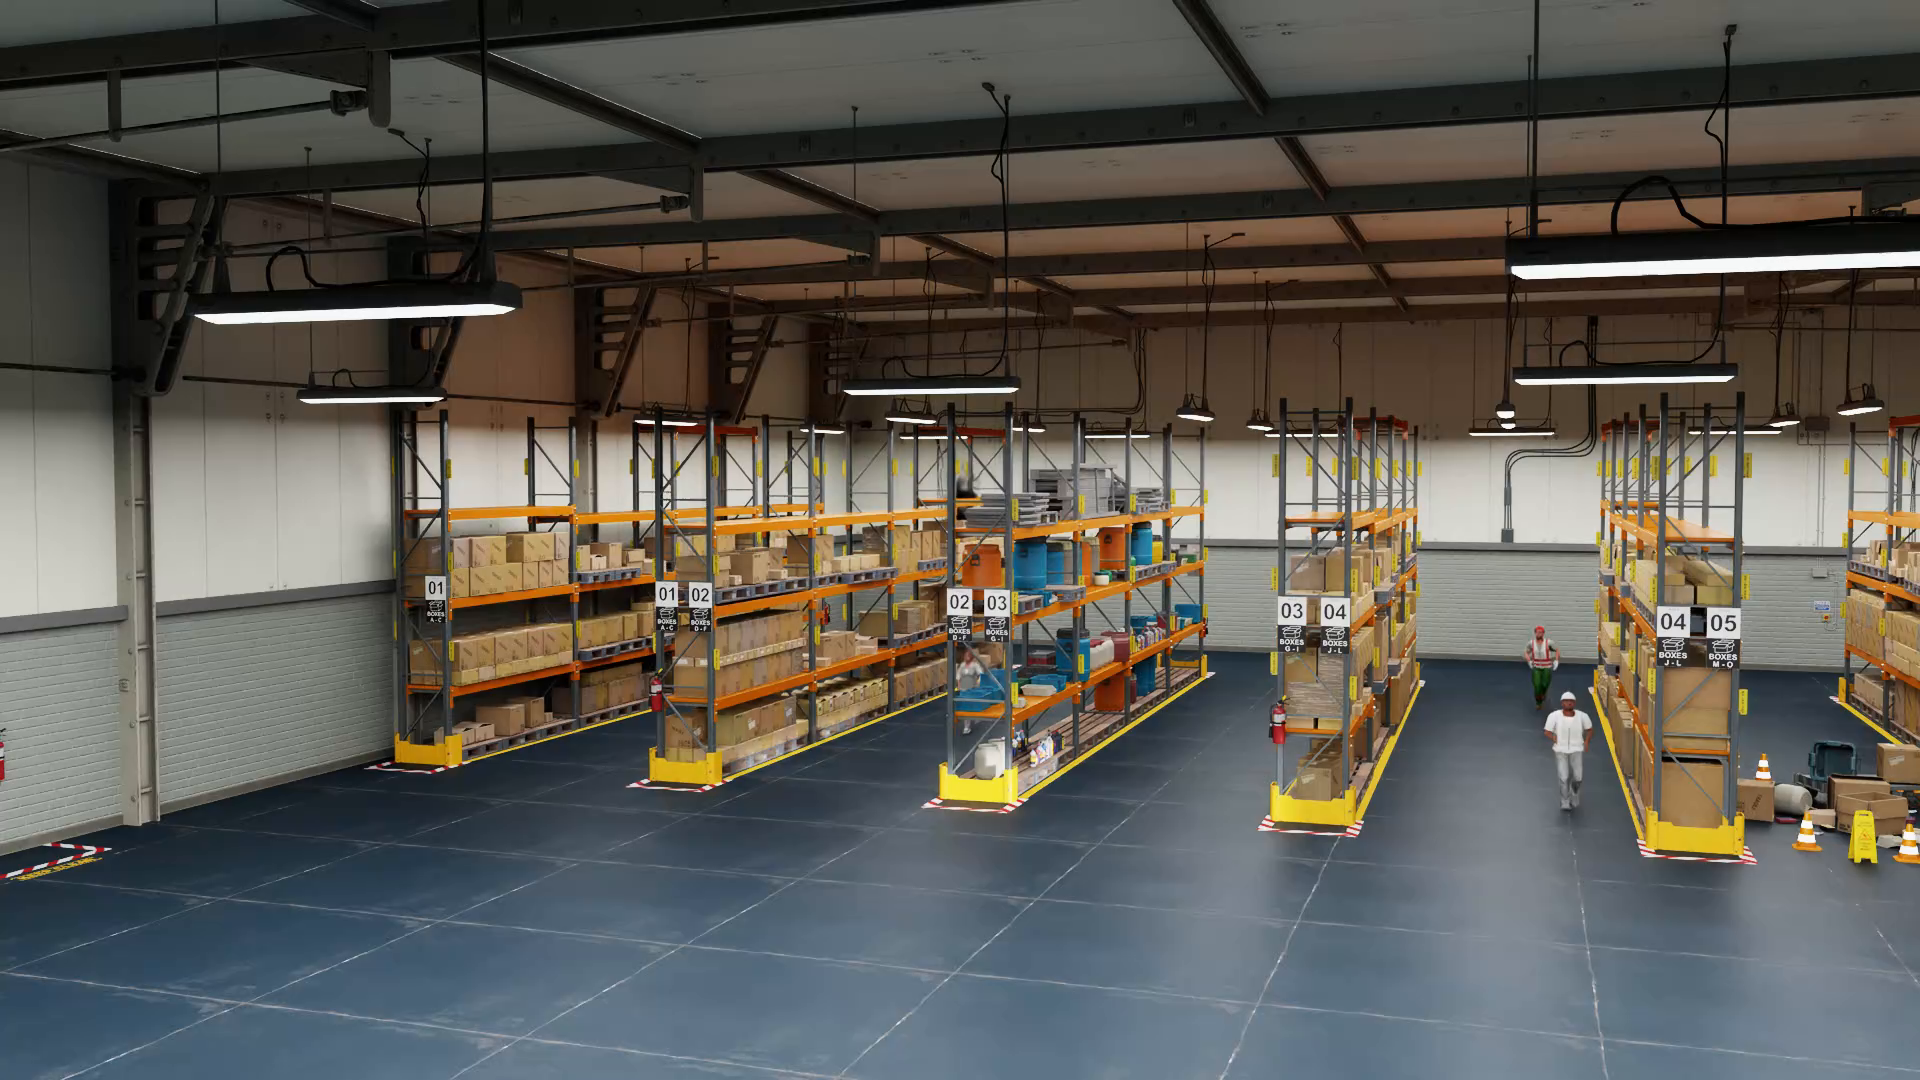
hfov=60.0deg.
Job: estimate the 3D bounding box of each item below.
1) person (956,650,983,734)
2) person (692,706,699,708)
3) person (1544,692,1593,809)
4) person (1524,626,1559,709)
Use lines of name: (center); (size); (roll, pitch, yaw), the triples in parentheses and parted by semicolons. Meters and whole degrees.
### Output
person: (0.186, 2.874, 31.653); (0.562, 1.564, 0.641); (1, 3, 16)
person: (-4.809, 2.831, 30.625); (0.666, 1.794, 0.740); (1, 3, 23)
person: (8.893, 3.085, 24.271); (0.687, 1.721, 0.589); (1, 3, 16)
person: (12.076, 2.655, 34.545); (0.685, 1.741, 0.664); (1, 3, 25)
